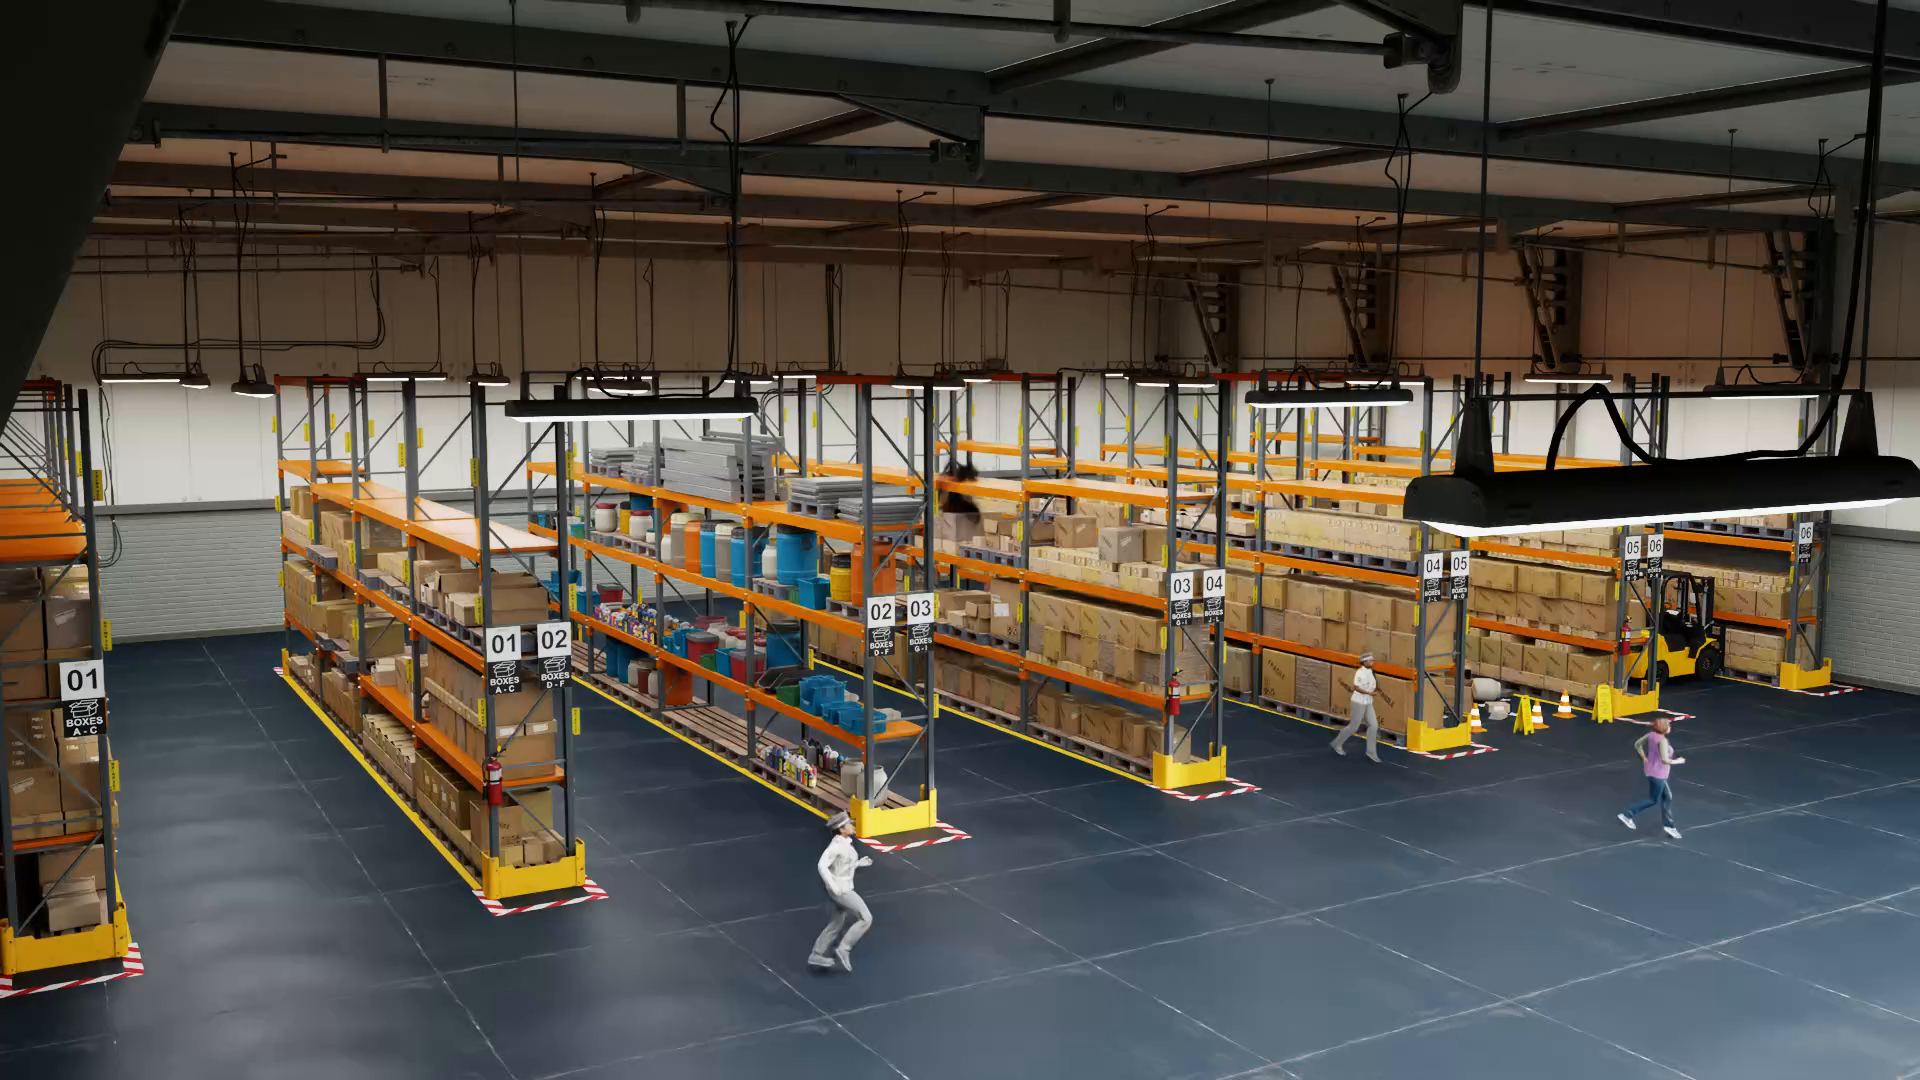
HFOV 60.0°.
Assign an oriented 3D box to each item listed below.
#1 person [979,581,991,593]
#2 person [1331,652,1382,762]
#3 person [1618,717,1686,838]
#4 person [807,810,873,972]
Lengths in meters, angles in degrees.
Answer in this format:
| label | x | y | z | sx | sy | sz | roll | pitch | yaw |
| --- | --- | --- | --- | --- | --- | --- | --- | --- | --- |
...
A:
| label | x | y | z | sx | sy | sz | roll | pitch | yaw |
| --- | --- | --- | --- | --- | --- | --- | --- | --- | --- |
| person | 0.751 | 0.749 | 43.719 | 0.582 | 1.625 | 0.563 | 4 | 7 | 33 |
| person | 6.348 | 2.619 | 26.361 | 0.824 | 1.741 | 0.608 | 5 | 8 | 36 |
| person | 9.160 | 3.150 | 21.996 | 0.826 | 1.641 | 0.569 | 0 | 6 | 4 |
| person | -1.239 | 3.620 | 17.191 | 0.691 | 1.670 | 0.601 | -1 | 6 | -6 |
